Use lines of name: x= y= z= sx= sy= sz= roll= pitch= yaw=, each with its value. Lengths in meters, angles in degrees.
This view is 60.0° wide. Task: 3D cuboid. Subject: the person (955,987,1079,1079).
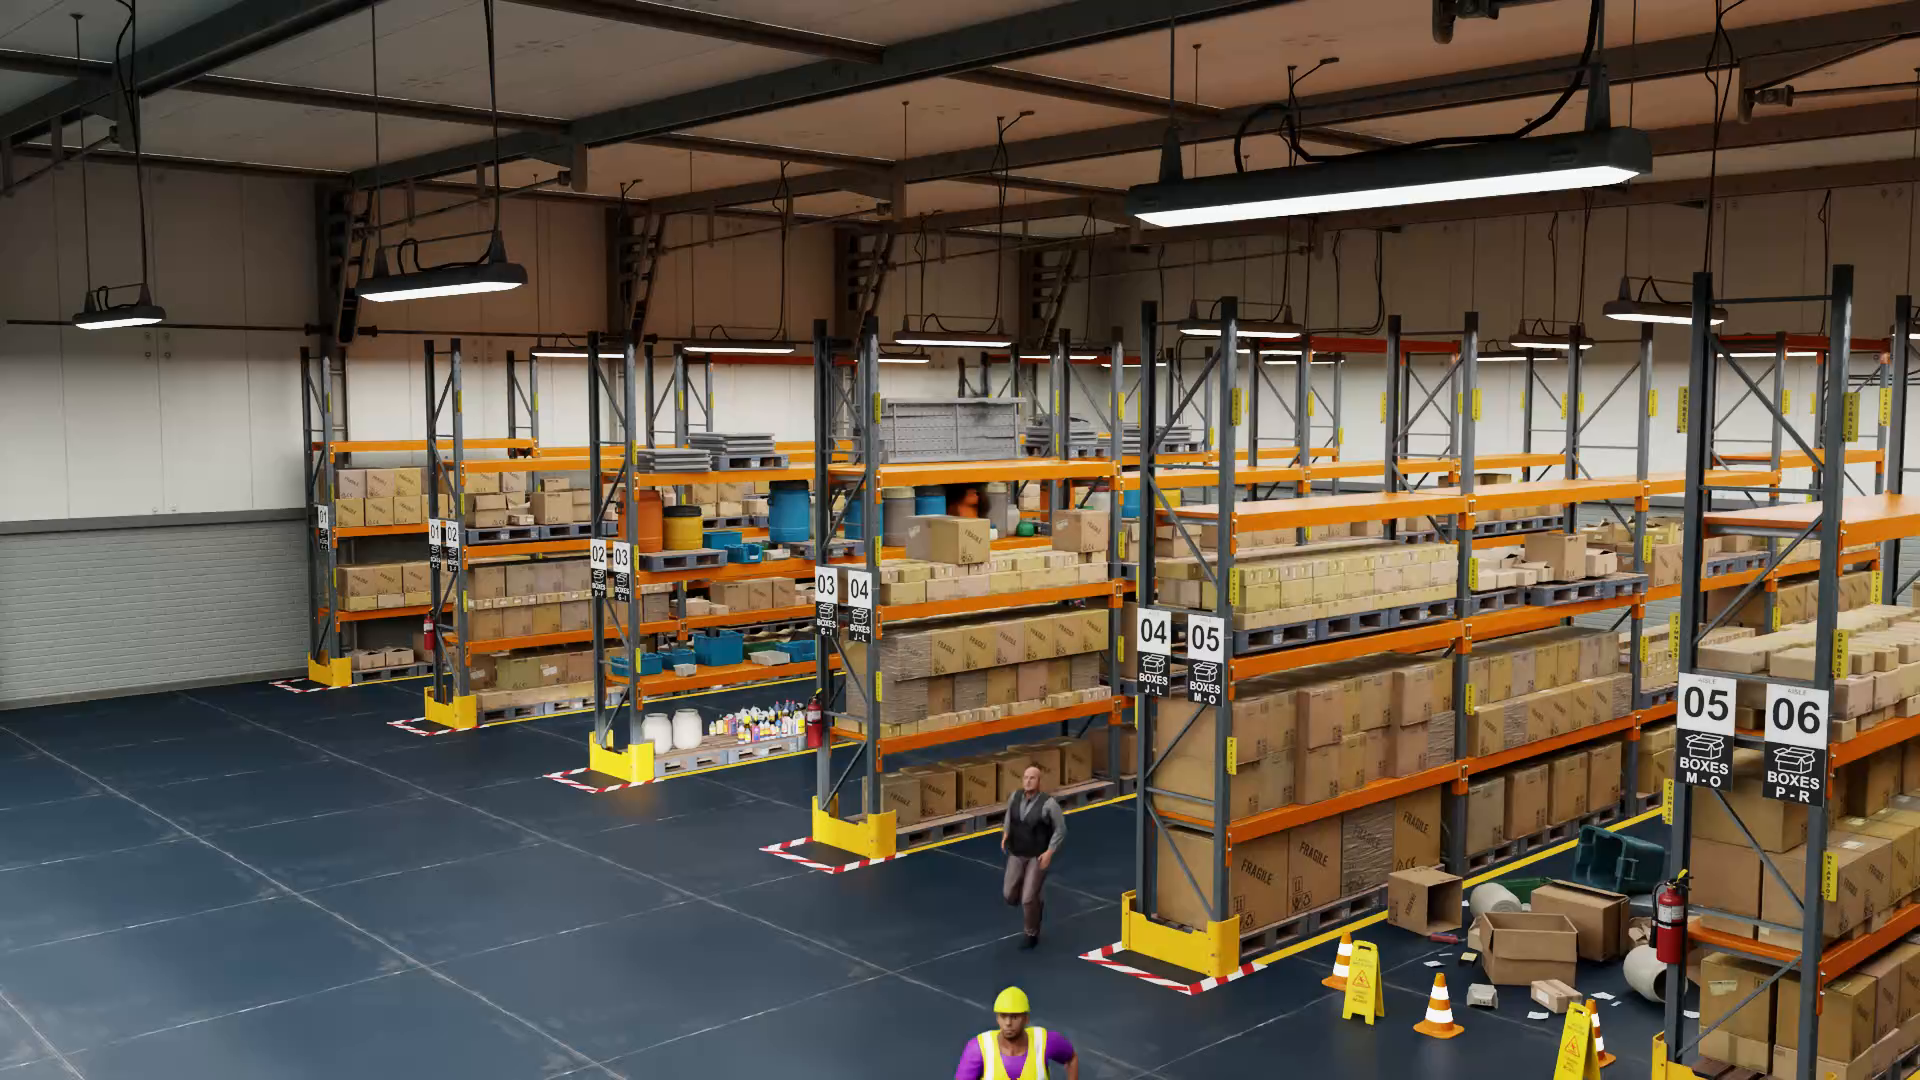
person: x=0.328 y=3.438 z=9.619 sx=0.710 sy=1.803 sz=0.943 roll=1 pitch=5 yaw=6

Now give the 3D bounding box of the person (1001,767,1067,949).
person: x=0.658 y=2.967 z=15.613 sx=0.691 sy=1.689 sz=0.537 roll=4 pitch=6 yaw=36
